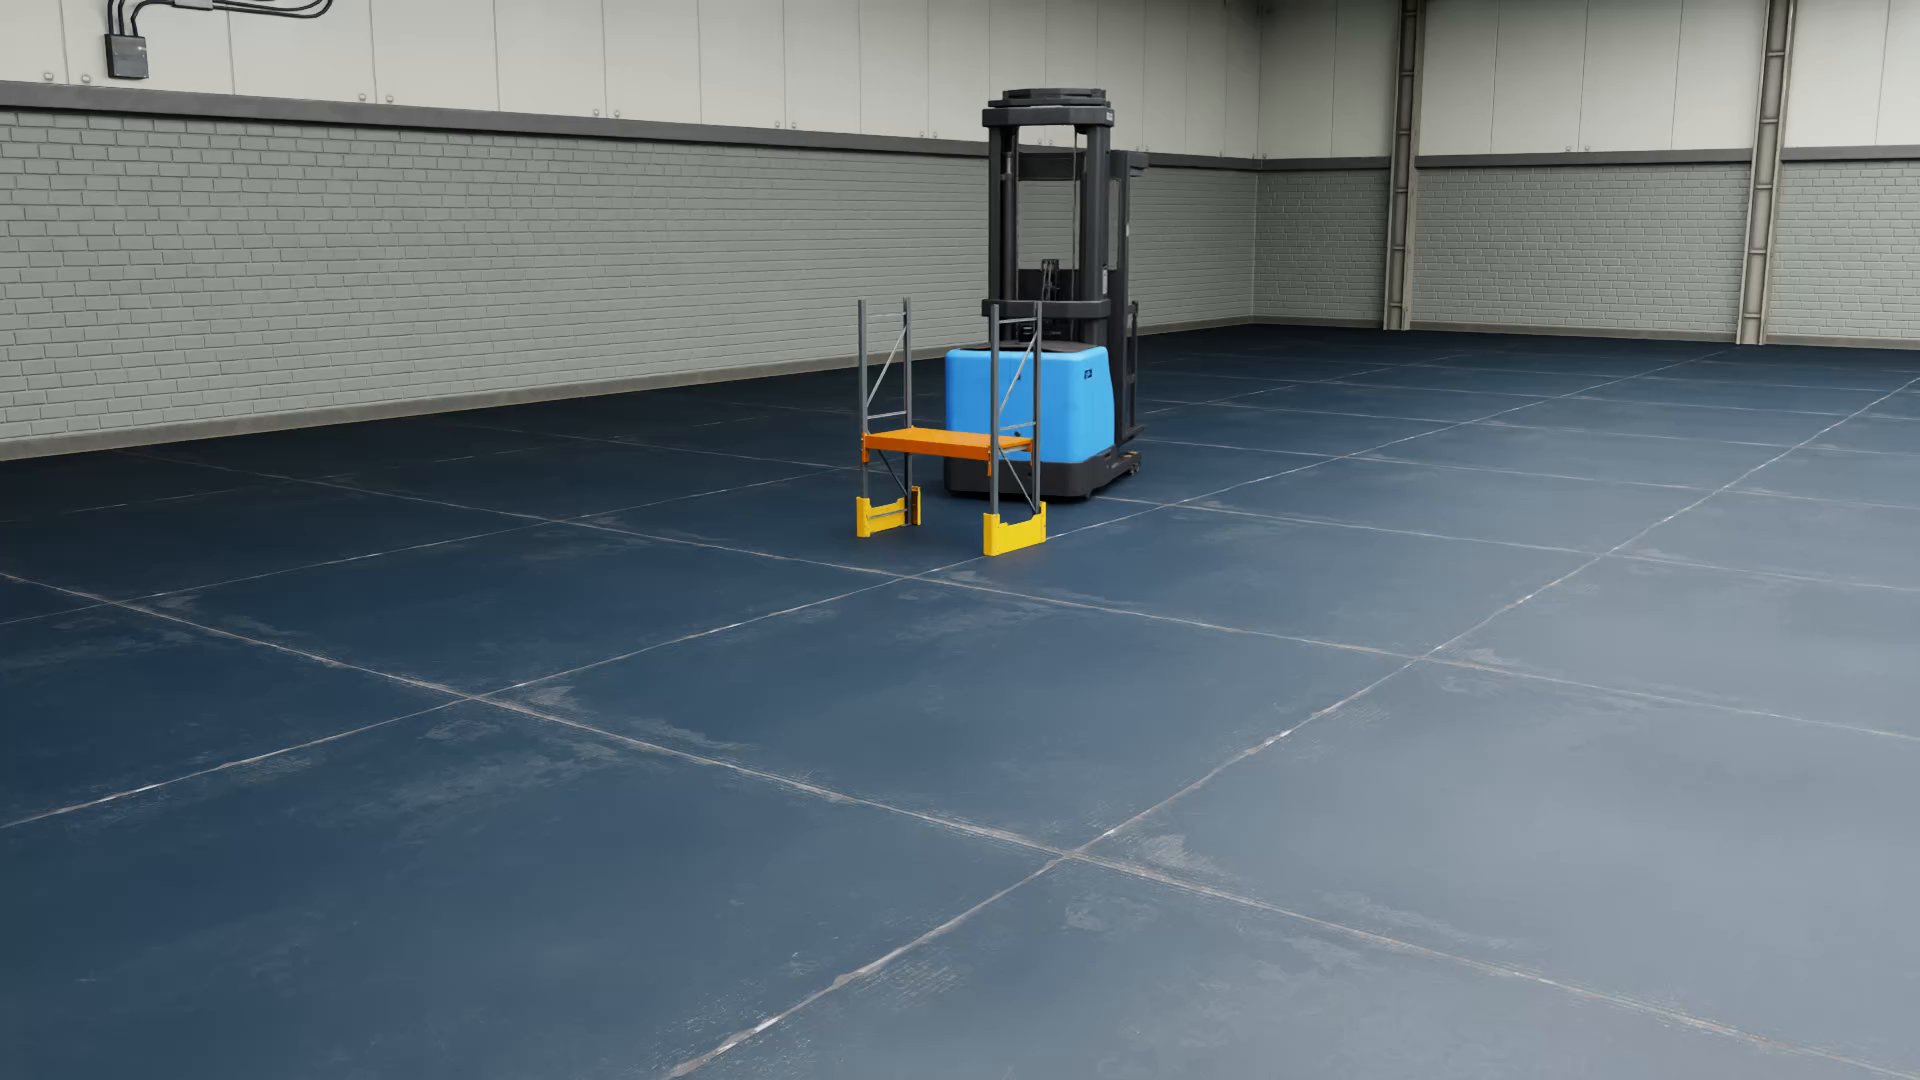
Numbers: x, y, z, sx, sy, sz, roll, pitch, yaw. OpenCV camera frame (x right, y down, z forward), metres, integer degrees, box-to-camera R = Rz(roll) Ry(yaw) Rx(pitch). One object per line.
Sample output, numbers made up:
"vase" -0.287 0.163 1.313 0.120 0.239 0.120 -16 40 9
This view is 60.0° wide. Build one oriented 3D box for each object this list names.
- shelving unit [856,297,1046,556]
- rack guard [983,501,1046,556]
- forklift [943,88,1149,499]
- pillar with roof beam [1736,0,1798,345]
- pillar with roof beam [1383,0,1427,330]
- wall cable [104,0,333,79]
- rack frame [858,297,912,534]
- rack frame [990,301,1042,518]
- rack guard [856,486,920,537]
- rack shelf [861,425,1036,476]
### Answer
"shelving unit" -0.061 -0.745 10.432 1.083 1.500 0.587 8 13 36
"rack guard" 0.340 -0.075 10.261 0.087 0.250 0.587 8 13 36
"forklift" 0.830 -1.973 13.011 1.130 2.935 3.031 4 12 18
"pillar with roof beam" 10.289 -6.943 22.729 0.400 9.000 9.100 8 13 36
"pillar with roof beam" 5.453 -7.618 26.216 0.400 9.000 9.100 8 13 36
"wall cable" -6.604 -7.110 14.634 0.169 6.003 2.305 8 13 36
"rack frame" -0.478 -0.803 10.732 0.032 1.500 0.500 8 13 36
"rack frame" 0.341 -0.689 10.141 0.032 1.500 0.500 8 13 36
"rack guard" -0.463 -0.187 10.840 0.087 0.250 0.587 8 13 36
"rack shelf" -0.069 -0.569 10.471 1.000 0.185 0.538 8 13 36
